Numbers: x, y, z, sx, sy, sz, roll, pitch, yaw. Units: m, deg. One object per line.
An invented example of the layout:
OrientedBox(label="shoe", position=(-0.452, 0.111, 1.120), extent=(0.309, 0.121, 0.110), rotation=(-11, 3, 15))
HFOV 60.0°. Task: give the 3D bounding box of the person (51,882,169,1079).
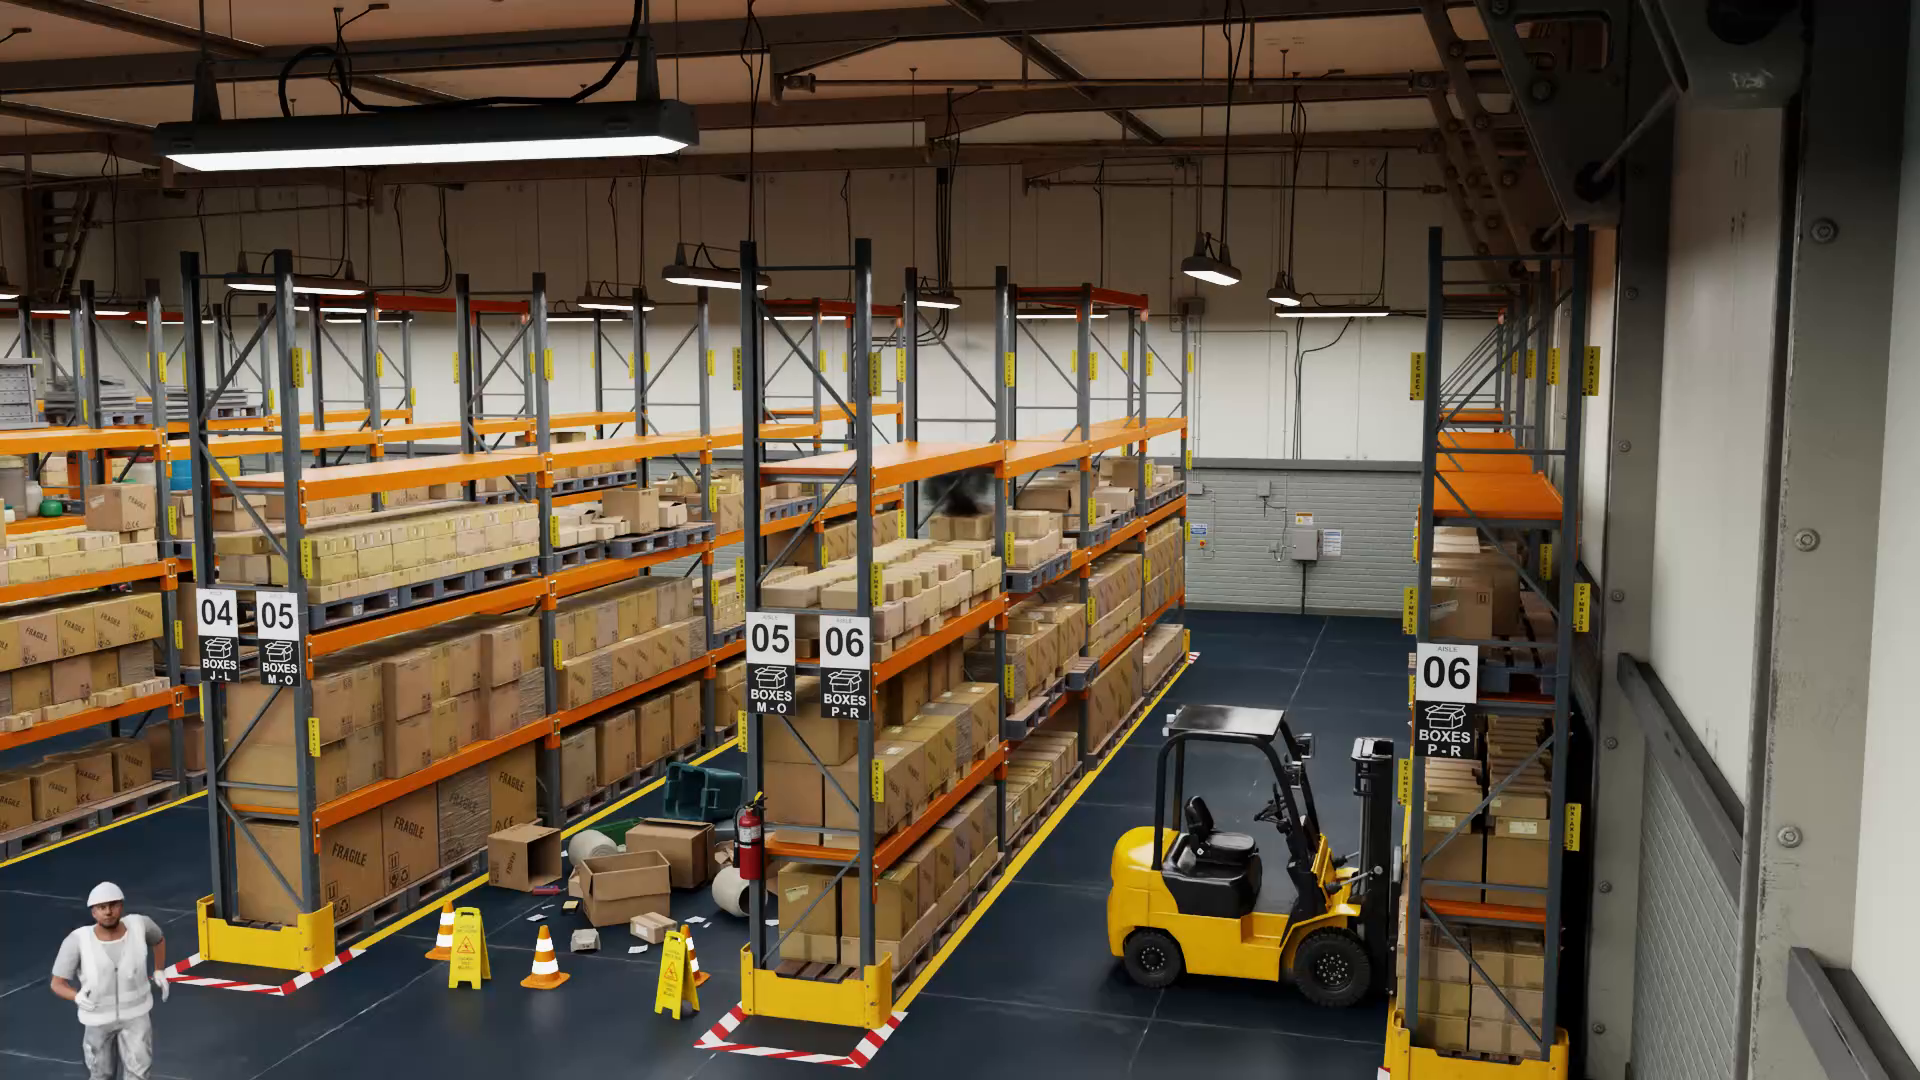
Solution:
OrientedBox(label="person", position=(-5.440, 3.062, 10.681), extent=(0.677, 1.772, 1.009), rotation=(-4, 8, -31))
